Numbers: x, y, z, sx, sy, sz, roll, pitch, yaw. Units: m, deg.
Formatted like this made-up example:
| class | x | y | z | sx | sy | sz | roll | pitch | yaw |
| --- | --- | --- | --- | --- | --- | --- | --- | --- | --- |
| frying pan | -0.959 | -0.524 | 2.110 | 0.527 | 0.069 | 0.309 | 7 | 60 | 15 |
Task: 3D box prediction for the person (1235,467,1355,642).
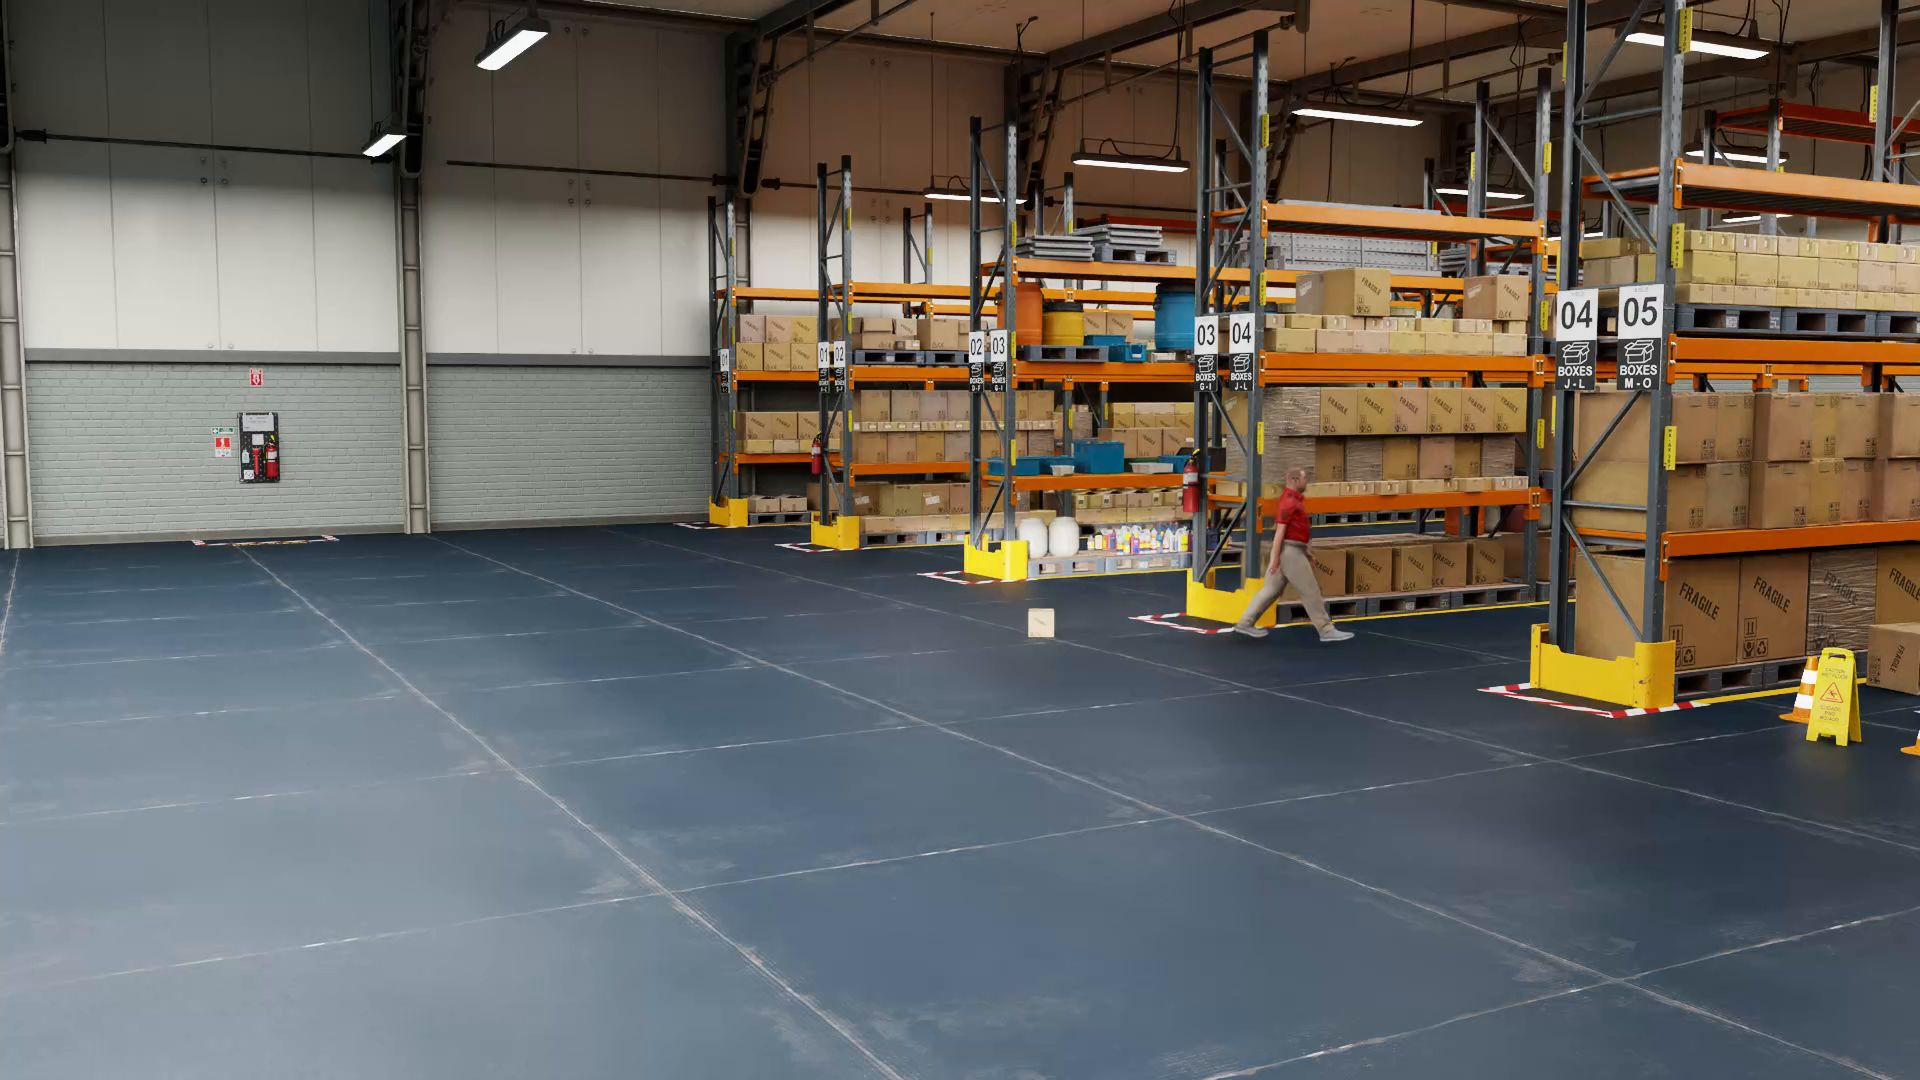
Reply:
| class | x | y | z | sx | sy | sz | roll | pitch | yaw |
| --- | --- | --- | --- | --- | --- | --- | --- | --- | --- |
| person | 3.203 | 0.129 | 15.906 | 1.106 | 1.657 | 0.550 | 1 | 5 | 6 |
